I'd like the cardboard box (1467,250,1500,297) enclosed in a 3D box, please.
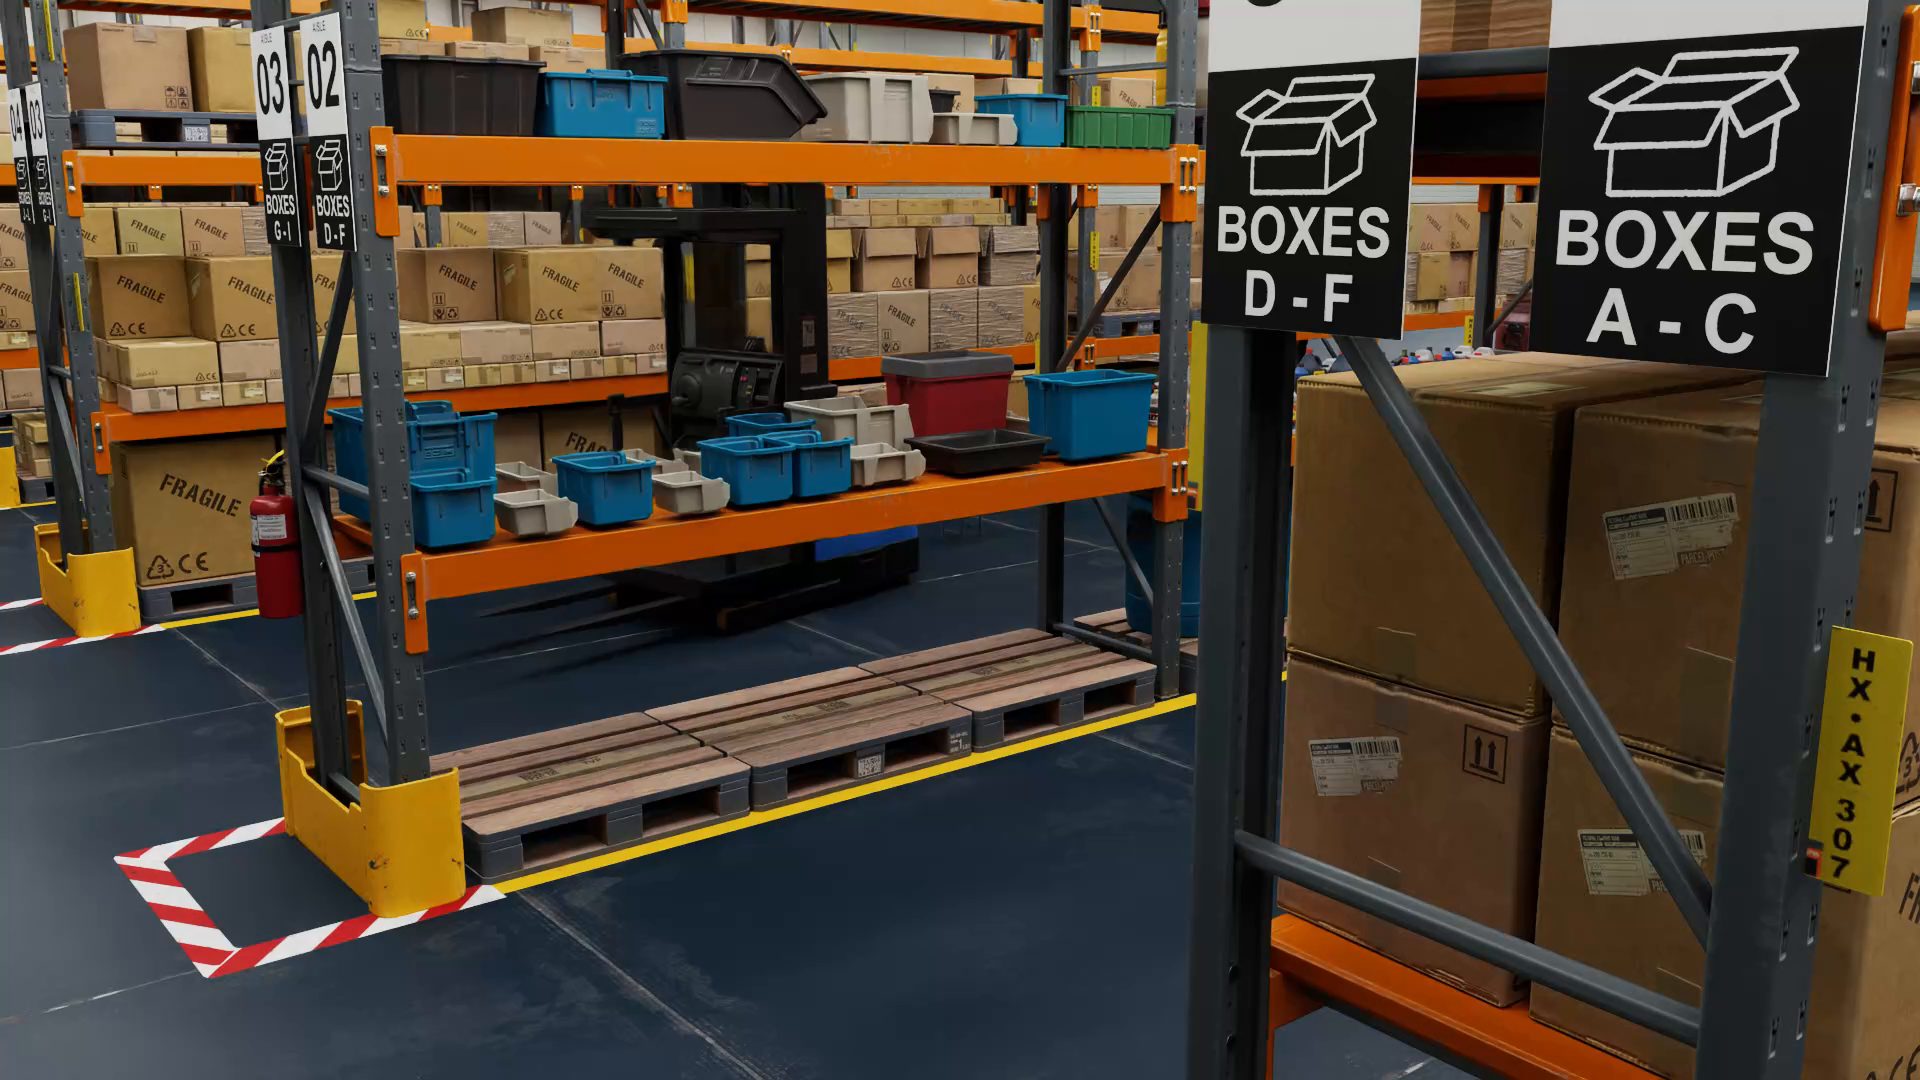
[{"bbox_3d":[5.491,-2.998,18.571,0.500,0.500,0.875,-9,15,-38],"label":"cardboard box"}]

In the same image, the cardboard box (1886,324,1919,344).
[{"bbox_3d":[2.132,-0.233,3.859,0.500,0.500,0.500,-9,15,-36],"label":"cardboard box"}]

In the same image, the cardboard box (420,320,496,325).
[{"bbox_3d":[-3.625,-1.441,11.837,0.500,0.250,0.500,-9,15,-36],"label":"cardboard box"}]

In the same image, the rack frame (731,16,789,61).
[{"bbox_3d":[-2.199,-5.790,18.232,0.127,3.000,1.000,-9,15,-38],"label":"rack frame"}]

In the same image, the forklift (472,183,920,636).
[{"bbox_3d":[-1.590,-0.985,10.213,1.130,2.935,3.031,9,15,38],"label":"forklift"}]

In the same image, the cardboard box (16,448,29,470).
[{"bbox_3d":[-8.165,-0.731,14.700,0.250,0.149,0.380,-9,15,-37],"label":"cardboard box"}]

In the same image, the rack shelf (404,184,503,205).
[{"bbox_3d":[-3.760,-3.711,17.396,4.000,0.370,1.077,-9,15,-38],"label":"rack shelf"}]

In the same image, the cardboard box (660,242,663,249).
[{"bbox_3d":[-4.061,-4.205,23.241,0.500,0.500,0.500,-9,15,-37],"label":"cardboard box"}]

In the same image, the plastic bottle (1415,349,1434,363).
[{"bbox_3d":[3.014,-1.110,10.934,0.135,0.276,0.152,-9,15,-38],"label":"plastic bottle"}]

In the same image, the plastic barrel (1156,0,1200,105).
[{"bbox_3d":[1.378,-2.632,9.115,0.600,0.588,0.600,0,12,0],"label":"plastic barrel"}]

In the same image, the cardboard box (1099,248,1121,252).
[{"bbox_3d":[1.621,-3.573,21.872,0.550,0.550,0.875,-9,15,-38],"label":"cardboard box"}]

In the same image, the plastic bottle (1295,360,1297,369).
[{"bbox_3d":[2.015,-0.960,10.209,0.133,0.283,0.061,-9,15,-38],"label":"plastic bottle"}]

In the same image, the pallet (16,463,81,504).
[{"bbox_3d":[-7.730,-0.563,14.772,1.213,0.211,1.003,-9,15,-38],"label":"pallet"}]

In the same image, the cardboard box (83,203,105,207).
[{"bbox_3d":[-9.755,-3.700,18.623,0.250,0.149,0.380,-9,15,-38],"label":"cardboard box"}]

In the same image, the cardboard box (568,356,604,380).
[{"bbox_3d":[-2.737,-1.237,11.836,0.250,0.149,0.380,-10,15,-39],"label":"cardboard box"}]

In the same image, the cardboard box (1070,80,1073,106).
[{"bbox_3d":[1.037,-3.901,15.114,0.500,0.500,0.500,-9,15,-36],"label":"cardboard box"}]

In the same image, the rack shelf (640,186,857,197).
[{"bbox_3d":[-3.789,-6.344,29.793,4.000,0.370,1.077,-9,15,-38],"label":"rack shelf"}]

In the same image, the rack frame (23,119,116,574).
[{"bbox_3d":[-5.426,-1.000,10.116,0.127,3.000,1.000,-9,15,-38],"label":"rack frame"}]

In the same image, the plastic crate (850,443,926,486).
[{"bbox_3d":[-0.380,-0.341,7.505,0.466,0.136,0.293,-9,15,-38],"label":"plastic crate"}]

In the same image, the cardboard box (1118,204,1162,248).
[{"bbox_3d":[2.508,-4.227,22.351,0.500,0.550,0.875,-9,15,-38],"label":"cardboard box"}]

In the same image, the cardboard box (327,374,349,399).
[{"bbox_3d":[-4.141,-1.003,10.737,0.250,0.149,0.380,-10,15,-39],"label":"cardboard box"}]

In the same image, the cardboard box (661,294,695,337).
[{"bbox_3d":[-2.108,-1.673,13.045,0.500,0.500,0.500,-9,15,-37],"label":"cardboard box"}]

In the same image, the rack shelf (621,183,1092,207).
[{"bbox_3d":[-0.741,-2.894,13.546,4.000,0.370,1.077,-9,15,-38],"label":"rack shelf"}]

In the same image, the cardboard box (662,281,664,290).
[{"bbox_3d":[-3.098,-2.667,17.562,0.250,0.149,0.380,-10,16,-40],"label":"cardboard box"}]

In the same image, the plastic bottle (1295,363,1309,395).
[{"bbox_3d":[2.078,-0.944,10.161,0.097,0.271,0.097,0,12,0],"label":"plastic bottle"}]

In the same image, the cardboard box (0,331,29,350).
[{"bbox_3d":[-7.988,-1.684,13.940,0.250,0.149,0.380,-10,15,-38],"label":"cardboard box"}]

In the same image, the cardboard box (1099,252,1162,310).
[{"bbox_3d":[1.591,-2.458,15.729,0.500,0.500,0.700,-7,14,-29],"label":"cardboard box"}]

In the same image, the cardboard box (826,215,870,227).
[{"bbox_3d":[-1.448,-3.516,19.318,0.500,0.500,0.700,-10,15,-38],"label":"cardboard box"}]

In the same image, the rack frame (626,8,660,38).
[{"bbox_3d":[-5.350,-7.904,28.185,0.127,3.000,1.000,-9,15,-38],"label":"rack frame"}]

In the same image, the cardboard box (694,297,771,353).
[{"bbox_3d":[-1.787,-1.587,12.640,0.500,0.500,0.500,-9,15,-37],"label":"cardboard box"}]

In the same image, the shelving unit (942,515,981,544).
[{"bbox_3d":[0.011,-0.589,12.513,0.189,1.200,0.258,-9,15,-38],"label":"shelving unit"}]

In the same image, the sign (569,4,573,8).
[{"bbox_3d":[-5.020,-7.025,21.416,0.005,0.325,0.100,-9,15,-38],"label":"sign"}]

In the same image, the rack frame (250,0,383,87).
[{"bbox_3d":[-2.332,-3.131,5.710,0.127,3.000,1.000,-9,15,-38],"label":"rack frame"}]

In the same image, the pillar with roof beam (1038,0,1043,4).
[{"bbox_3d":[4.041,-8.559,31.270,0.548,9.000,9.100,-9,15,-38],"label":"pillar with roof beam"}]

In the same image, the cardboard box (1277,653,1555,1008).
[{"bbox_3d":[0.939,0.456,3.019,0.500,0.500,0.500,-9,15,-36],"label":"cardboard box"}]

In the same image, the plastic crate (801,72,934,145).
[{"bbox_3d":[-0.408,-1.843,7.152,0.530,0.282,0.437,-9,15,-38],"label":"plastic crate"}]

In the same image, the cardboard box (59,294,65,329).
[{"bbox_3d":[-7.520,-2.099,14.335,0.500,0.500,0.500,-9,15,-38],"label":"cardboard box"}]

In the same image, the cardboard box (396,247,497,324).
[{"bbox_3d":[-3.629,-1.806,11.754,0.500,0.500,0.500,-10,16,-39],"label":"cardboard box"}]

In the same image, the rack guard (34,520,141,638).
[{"bbox_3d":[-5.445,0.226,10.361,0.348,0.500,1.175,-9,15,-38],"label":"rack guard"}]

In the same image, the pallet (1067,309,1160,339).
[{"bbox_3d":[1.311,-2.054,15.542,1.003,0.211,1.213,-9,15,-38],"label":"pallet"}]

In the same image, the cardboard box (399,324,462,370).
[{"bbox_3d":[-3.682,-1.292,11.138,0.500,0.250,0.500,-10,15,-39],"label":"cardboard box"}]

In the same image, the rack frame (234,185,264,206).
[{"bbox_3d":[-8.493,-3.126,20.130,0.127,3.000,1.000,-9,15,-38],"label":"rack frame"}]

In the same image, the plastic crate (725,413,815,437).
[{"bbox_3d":[-0.888,-0.452,7.795,0.300,0.233,0.416,-9,15,-38],"label":"plastic crate"}]

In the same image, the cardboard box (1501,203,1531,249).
[{"bbox_3d":[6.014,-3.518,18.610,0.500,0.500,0.500,-9,15,-38],"label":"cardboard box"}]

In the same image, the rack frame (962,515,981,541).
[{"bbox_3d":[0.083,-0.601,12.569,0.006,1.200,0.240,-9,15,-38],"label":"rack frame"}]

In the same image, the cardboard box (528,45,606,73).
[{"bbox_3d":[-2.876,-3.178,11.661,0.500,0.500,0.700,-11,16,-41],"label":"cardboard box"}]

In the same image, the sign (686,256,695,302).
[{"bbox_3d":[-1.955,-1.891,12.040,0.005,0.325,0.100,-9,15,-38],"label":"sign"}]

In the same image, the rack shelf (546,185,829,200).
[{"bbox_3d":[-3.808,-5.020,23.560,4.000,0.370,1.077,-9,15,-38],"label":"rack shelf"}]

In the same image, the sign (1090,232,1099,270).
[{"bbox_3d":[1.170,-2.515,14.463,0.005,0.325,0.100,-9,15,-38],"label":"sign"}]

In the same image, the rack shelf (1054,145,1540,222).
[{"bbox_3d":[2.353,-2.091,9.763,4.000,0.370,1.077,-9,15,-38],"label":"rack shelf"}]

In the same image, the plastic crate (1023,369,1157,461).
[{"bbox_3d":[0.640,-0.621,8.227,0.575,0.384,0.392,-9,15,-38],"label":"plastic crate"}]

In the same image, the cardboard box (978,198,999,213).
[{"bbox_3d":[0.215,-5.201,26.536,0.500,0.500,0.700,-9,15,-37],"label":"cardboard box"}]

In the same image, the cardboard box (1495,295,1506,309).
[{"bbox_3d":[5.869,-2.671,18.591,0.250,0.149,0.380,-9,15,-38],"label":"cardboard box"}]

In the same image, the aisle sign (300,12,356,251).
[{"bbox_3d":[-2.202,-1.411,5.792,0.004,0.787,0.394,-9,15,-38],"label":"aisle sign"}]

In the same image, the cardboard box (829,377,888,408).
[{"bbox_3d":[-1.118,-0.887,13.691,0.875,0.875,1.225,-10,16,-40],"label":"cardboard box"}]

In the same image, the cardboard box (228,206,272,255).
[{"bbox_3d":[-6.329,-2.783,15.150,0.500,0.500,0.500,-9,15,-36],"label":"cardboard box"}]

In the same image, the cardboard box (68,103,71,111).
[{"bbox_3d":[-7.533,-3.539,14.008,0.500,0.250,0.500,-10,15,-38],"label":"cardboard box"}]
